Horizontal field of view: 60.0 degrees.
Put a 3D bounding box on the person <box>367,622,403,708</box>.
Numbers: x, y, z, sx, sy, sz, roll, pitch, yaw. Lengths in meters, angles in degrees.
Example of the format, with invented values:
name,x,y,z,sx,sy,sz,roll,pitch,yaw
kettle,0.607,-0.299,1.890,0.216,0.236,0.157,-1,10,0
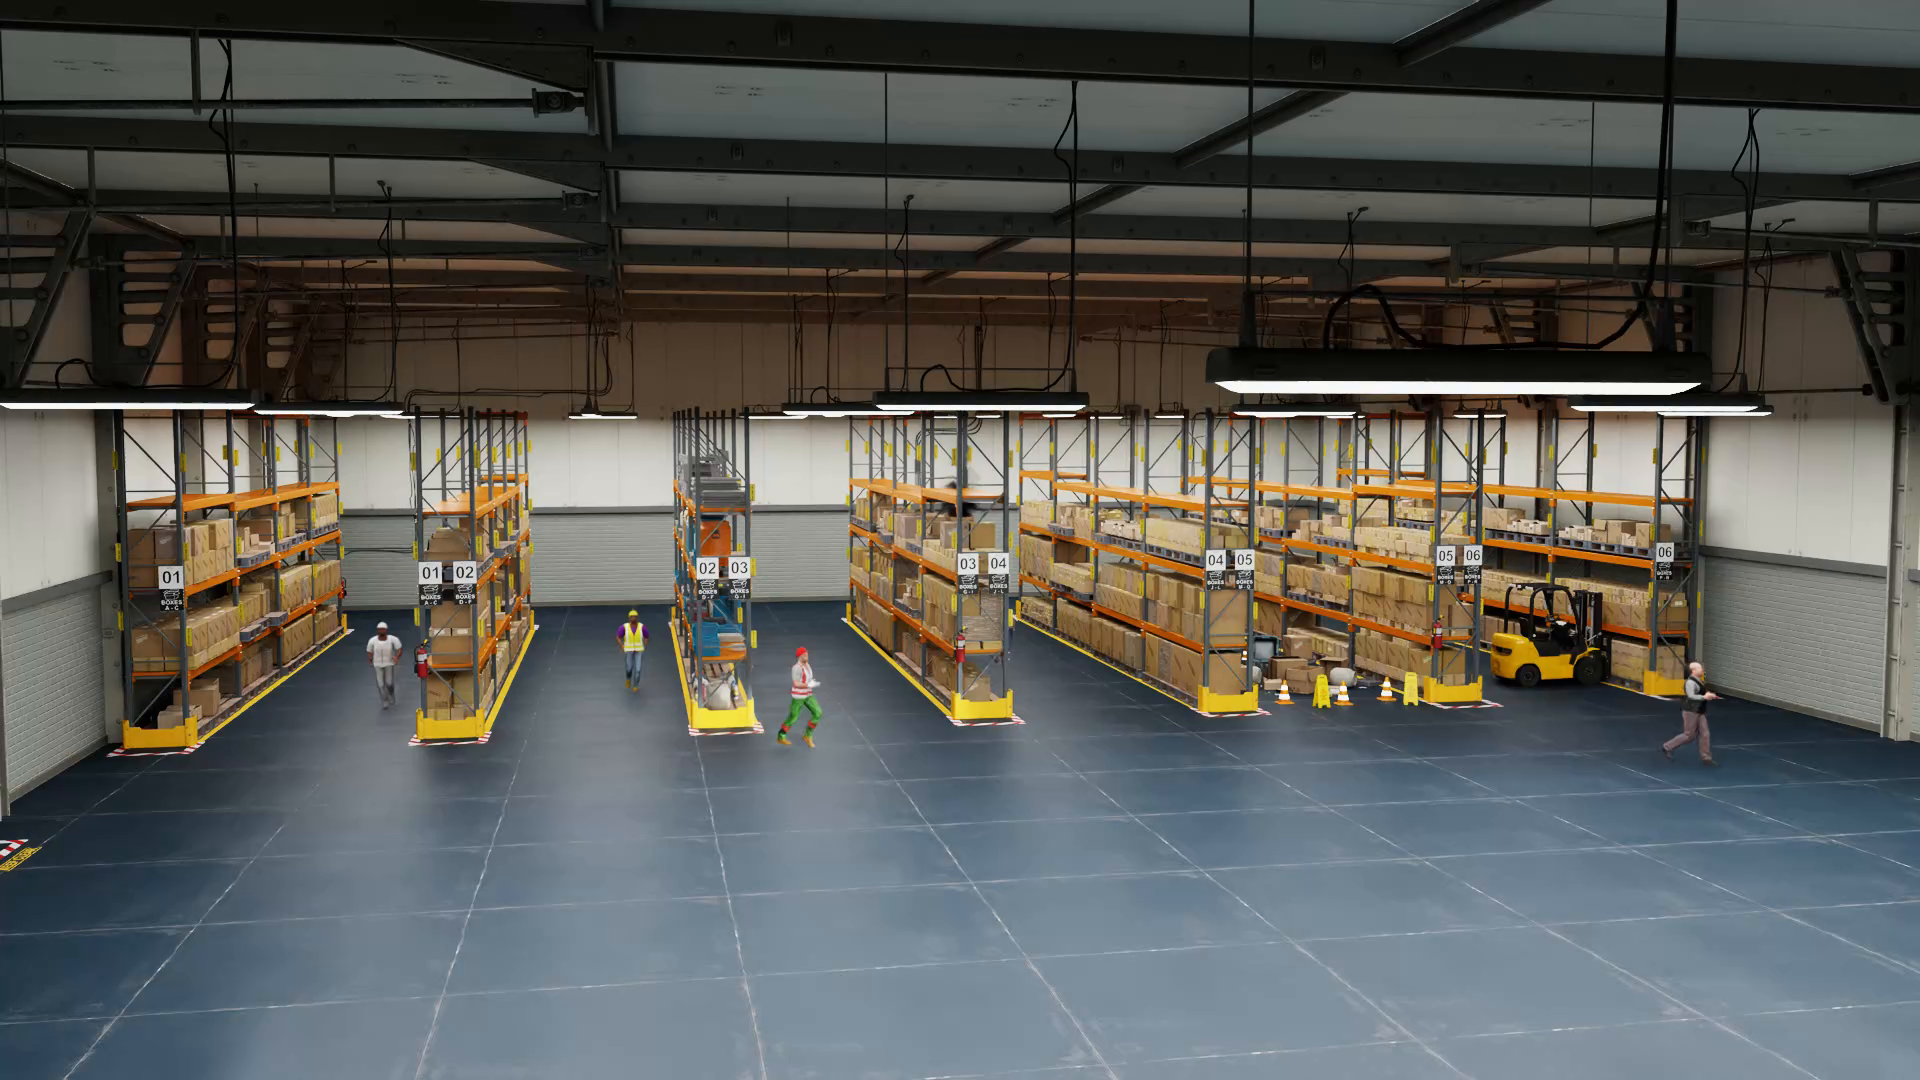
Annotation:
name,x,y,z,sx,sy,sz,roll,pitch,yaw
person,-11.475,2.500,33.120,0.674,1.721,0.569,-1,4,-10

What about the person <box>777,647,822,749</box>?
name,x,y,z,sx,sy,sz,roll,pitch,yaw
person,-2.766,2.758,29.106,0.896,1.796,0.673,2,5,29

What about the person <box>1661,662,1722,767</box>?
name,x,y,z,sx,sy,sz,roll,pitch,yaw
person,12.154,2.876,27.573,0.939,1.712,0.689,3,5,37

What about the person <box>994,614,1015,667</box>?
name,x,y,z,sx,sy,sz,roll,pitch,yaw
person,1.020,2.173,38.741,0.595,1.603,0.542,-1,4,-18

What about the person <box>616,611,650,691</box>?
name,x,y,z,sx,sy,sz,roll,pitch,yaw
person,-6.908,2.354,35.228,0.695,1.720,0.594,-1,4,-17
